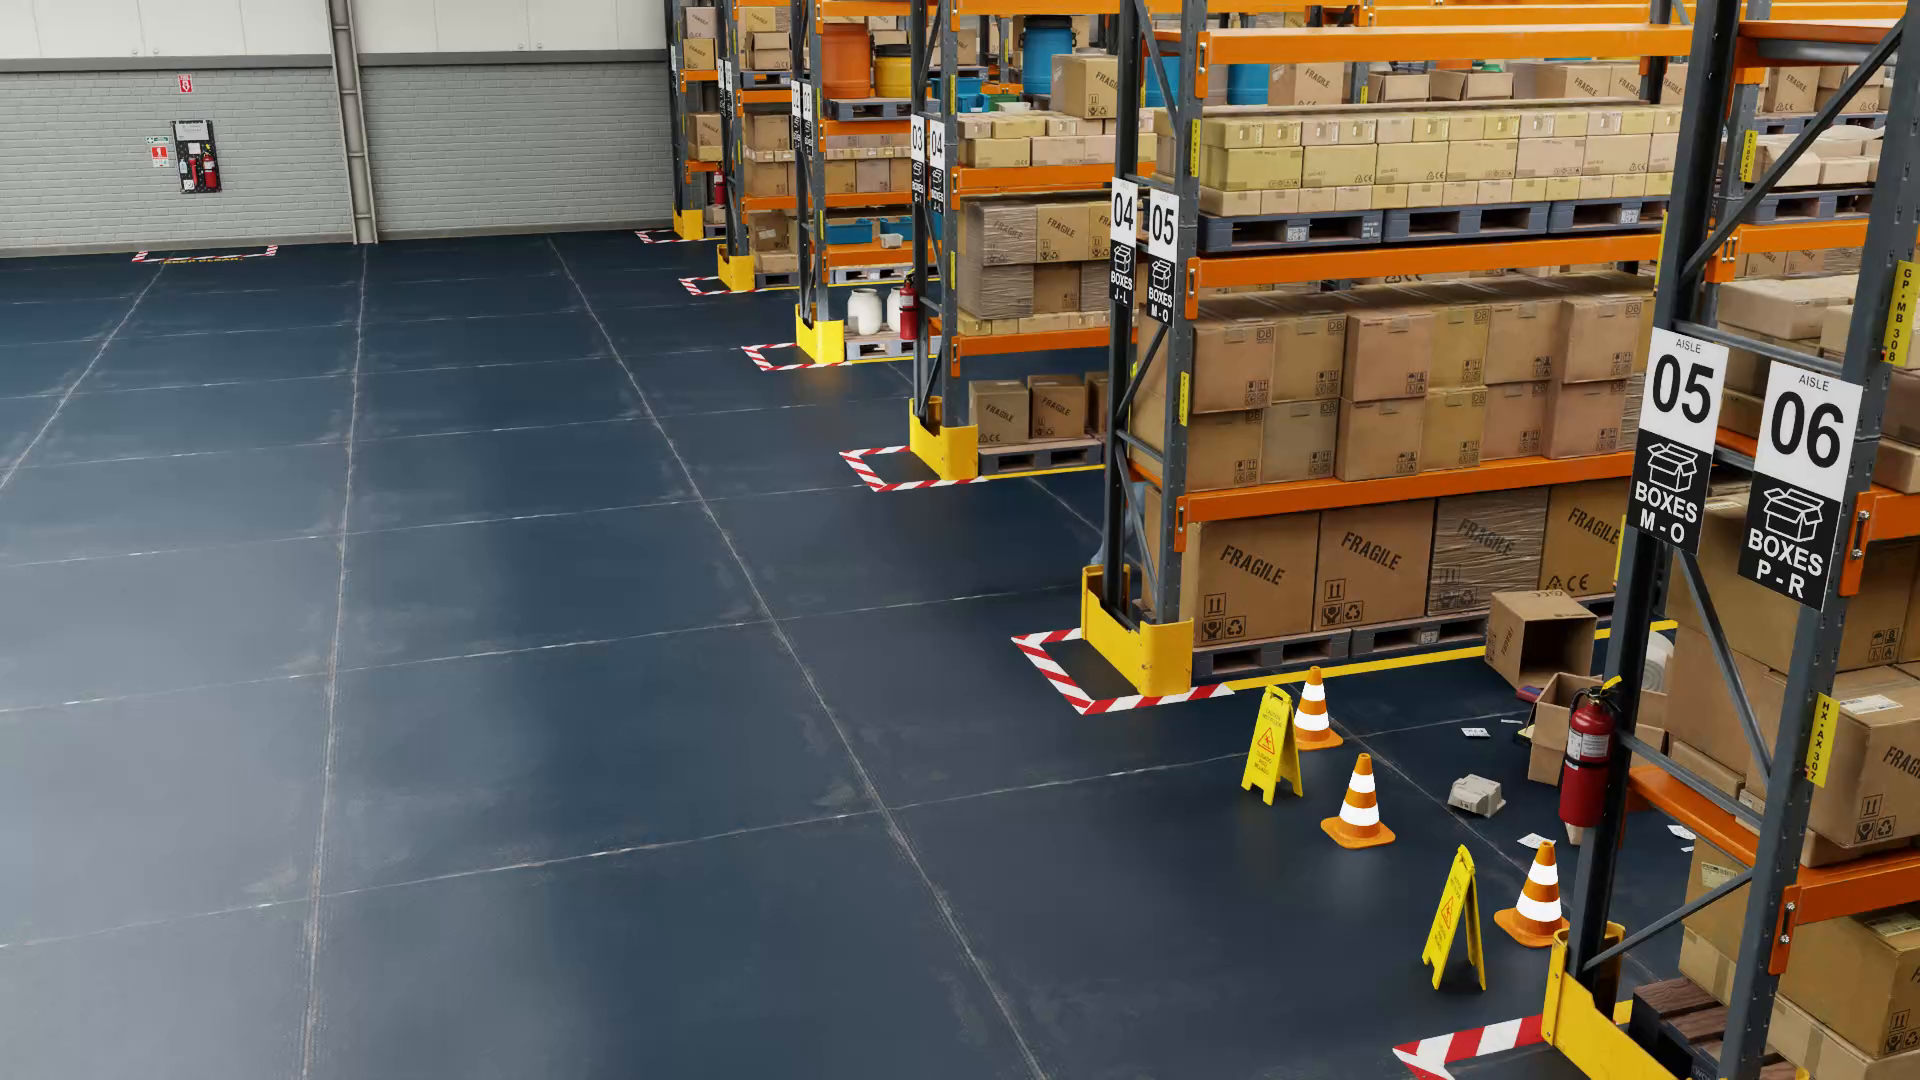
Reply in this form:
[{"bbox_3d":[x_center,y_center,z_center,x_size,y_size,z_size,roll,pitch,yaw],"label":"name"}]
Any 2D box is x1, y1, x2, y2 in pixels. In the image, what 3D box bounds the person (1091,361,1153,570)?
[{"bbox_3d":[1.499,-0.554,12.648,1.050,1.722,0.602,-4,20,-11],"label":"person"}]
